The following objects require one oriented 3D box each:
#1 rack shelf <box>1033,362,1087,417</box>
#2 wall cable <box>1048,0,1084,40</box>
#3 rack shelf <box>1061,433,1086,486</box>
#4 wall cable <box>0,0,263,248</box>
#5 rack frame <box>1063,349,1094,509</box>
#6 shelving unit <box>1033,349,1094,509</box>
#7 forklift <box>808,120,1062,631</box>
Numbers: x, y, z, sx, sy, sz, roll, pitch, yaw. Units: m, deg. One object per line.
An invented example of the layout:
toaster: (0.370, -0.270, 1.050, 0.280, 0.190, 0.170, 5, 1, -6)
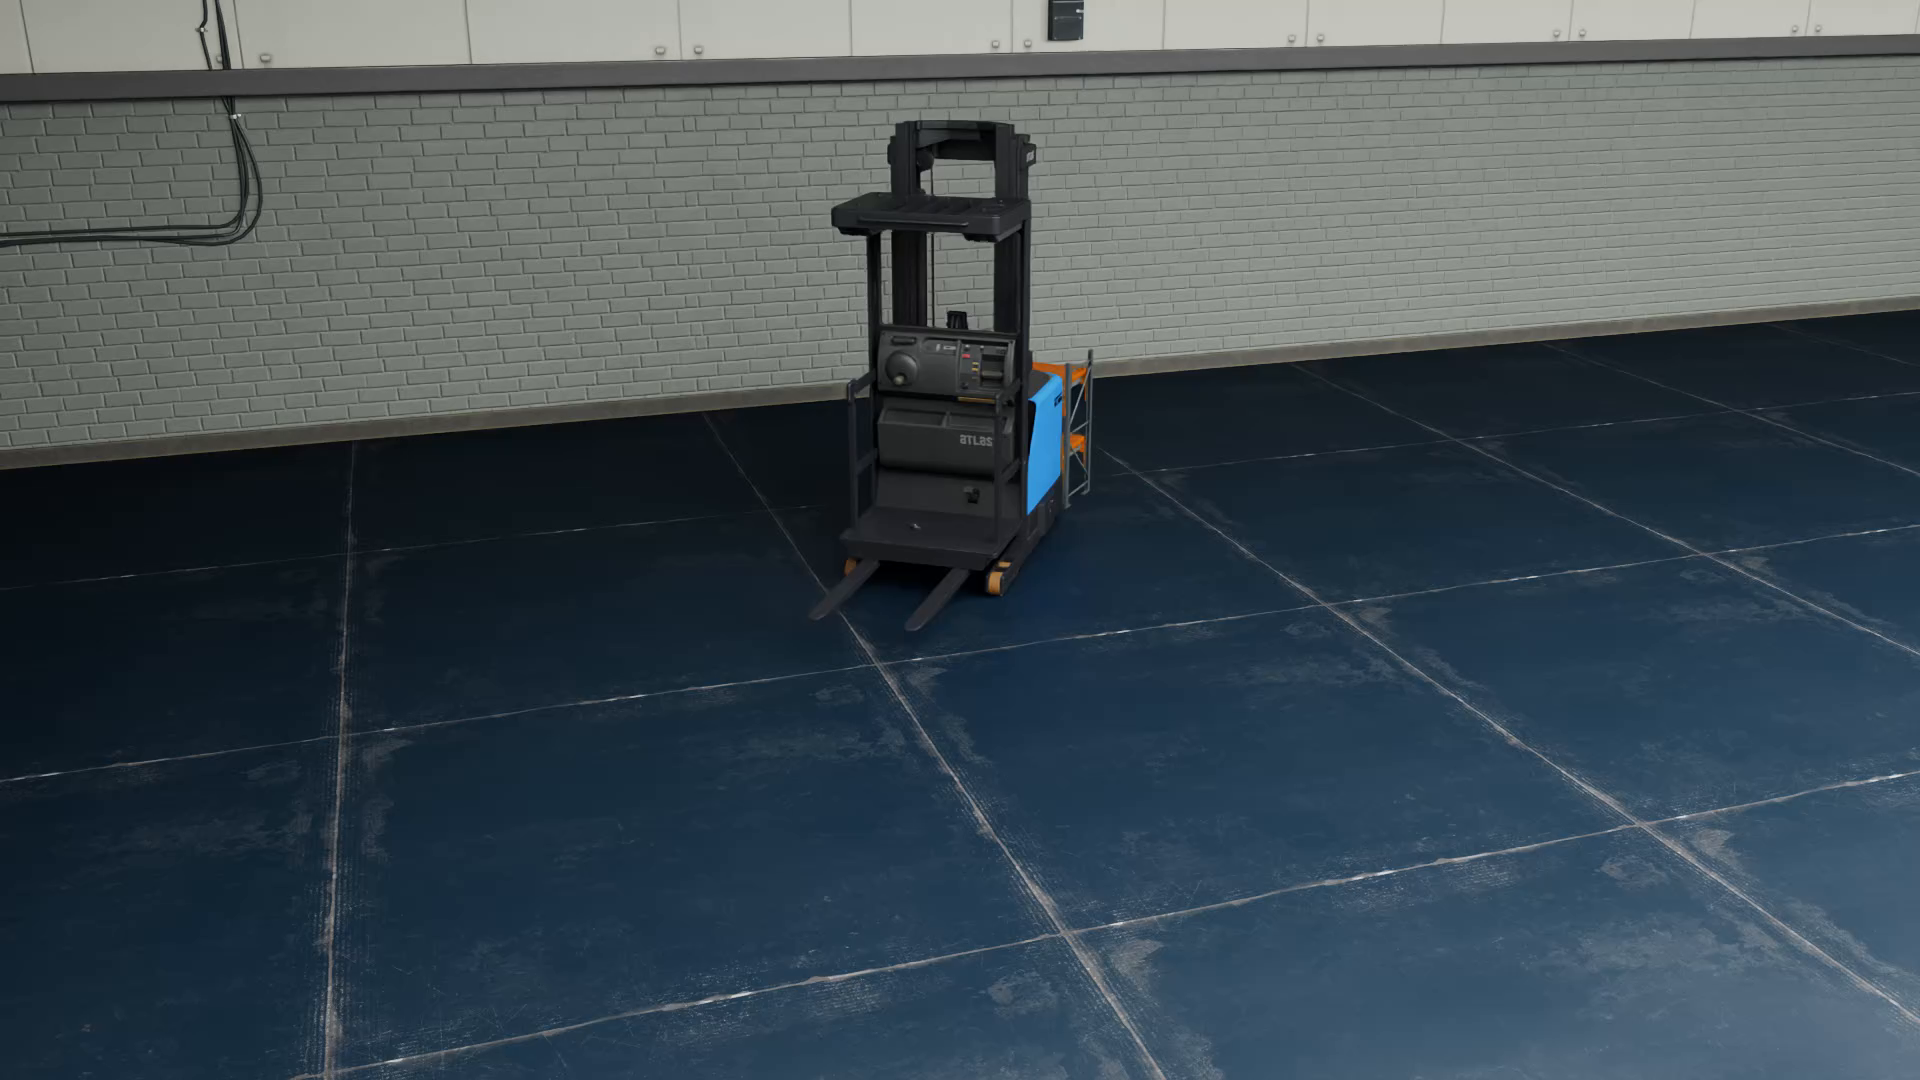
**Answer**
rack shelf: (0.434, -1.191, 12.702, 1.000, 0.278, 0.538, 9, 22, 23)
wall cable: (1.914, -7.478, 14.393, 2.305, 6.003, 0.169, -6, 21, -17)
rack shelf: (0.434, -0.685, 12.884, 1.000, 0.278, 0.538, 9, 22, 23)
wall cable: (-7.103, -3.412, 12.699, 3.097, 2.526, 0.112, -6, 21, -17)
rack frame: (0.895, -0.843, 12.599, 0.032, 1.125, 0.500, 9, 22, 23)
shelving unit: (0.434, -0.915, 12.801, 1.048, 1.125, 0.538, 9, 22, 23)
forklift: (-0.152, -1.159, 10.808, 1.130, 2.935, 3.031, 6, 21, 16)
